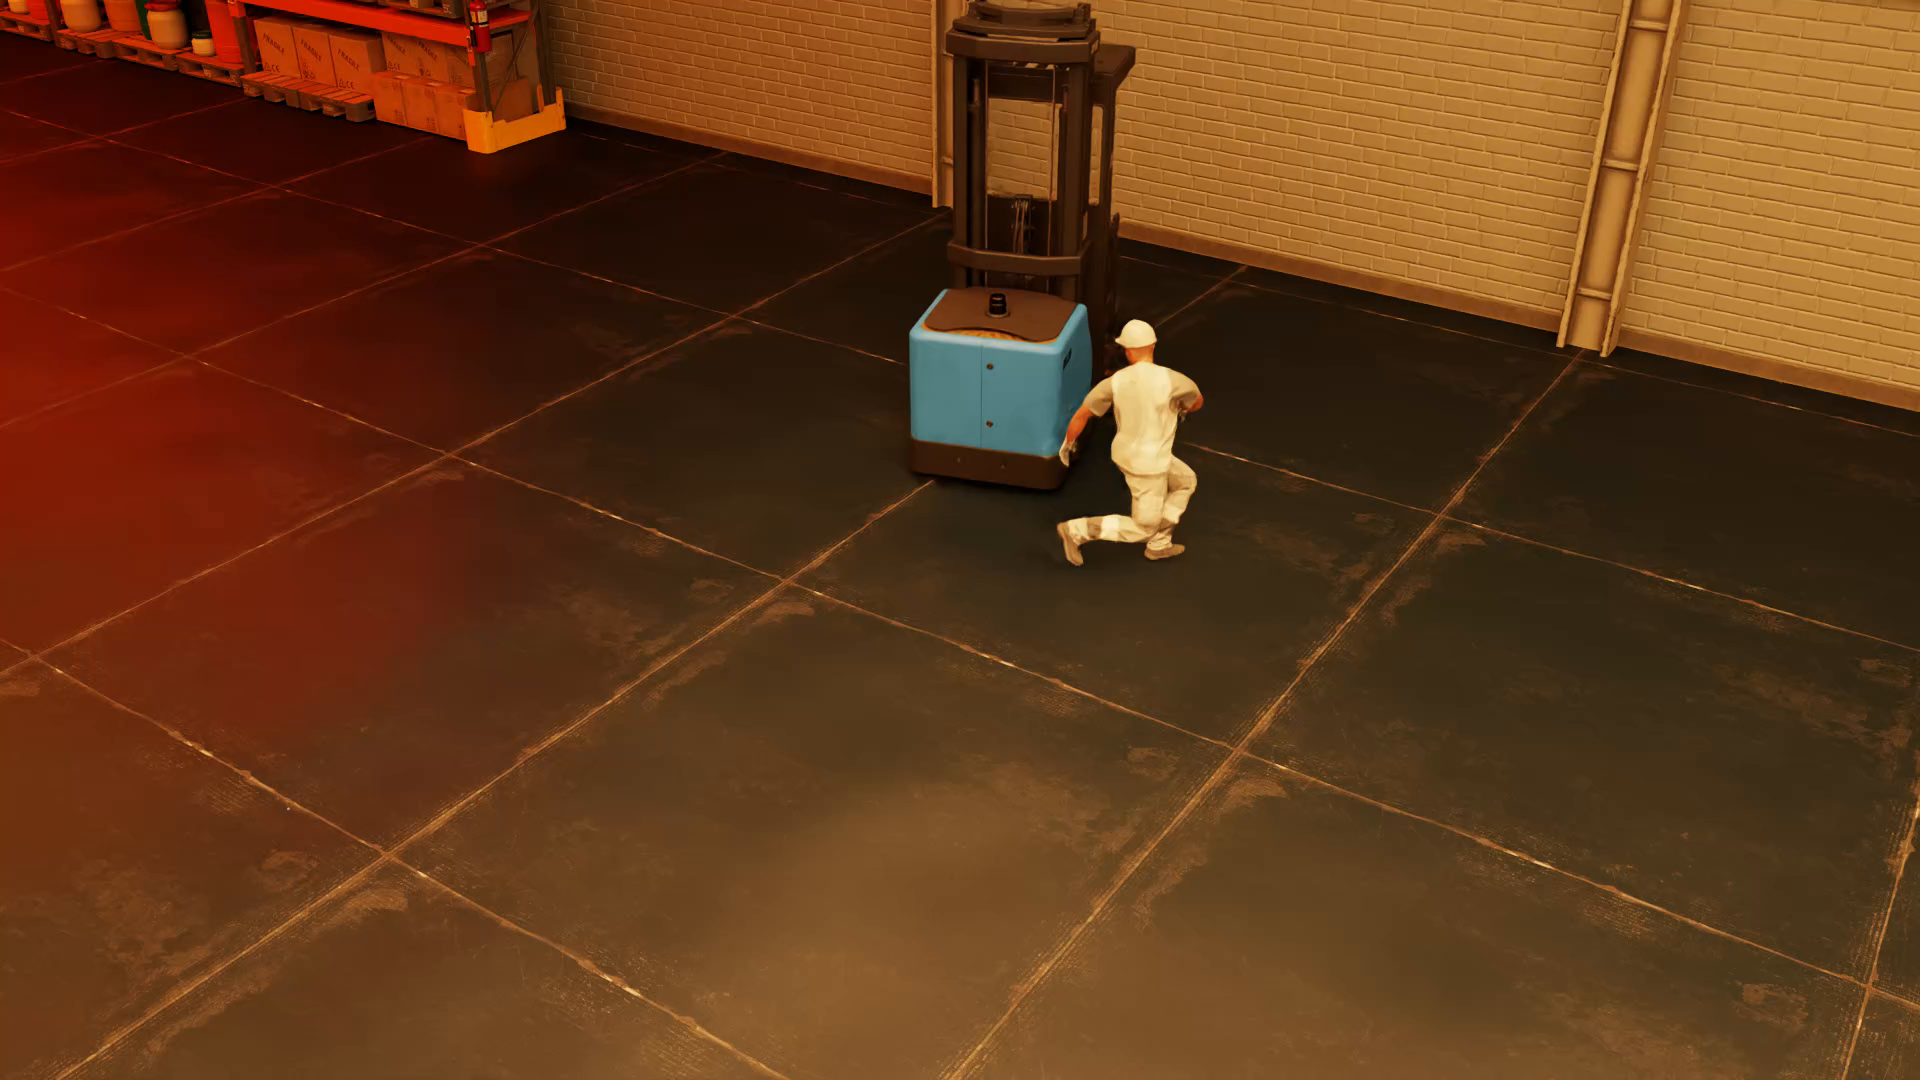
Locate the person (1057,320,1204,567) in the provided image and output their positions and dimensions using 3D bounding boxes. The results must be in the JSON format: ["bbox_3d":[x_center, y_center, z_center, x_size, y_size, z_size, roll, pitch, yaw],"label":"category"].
[{"bbox_3d":[1.021,-0.558,9.980,0.931,1.548,0.663,-14,33,-22],"label":"person"}]

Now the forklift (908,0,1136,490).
[{"bbox_3d":[0.556,-2.326,11.588,1.130,2.935,3.031,8,31,14],"label":"forklift"}]
